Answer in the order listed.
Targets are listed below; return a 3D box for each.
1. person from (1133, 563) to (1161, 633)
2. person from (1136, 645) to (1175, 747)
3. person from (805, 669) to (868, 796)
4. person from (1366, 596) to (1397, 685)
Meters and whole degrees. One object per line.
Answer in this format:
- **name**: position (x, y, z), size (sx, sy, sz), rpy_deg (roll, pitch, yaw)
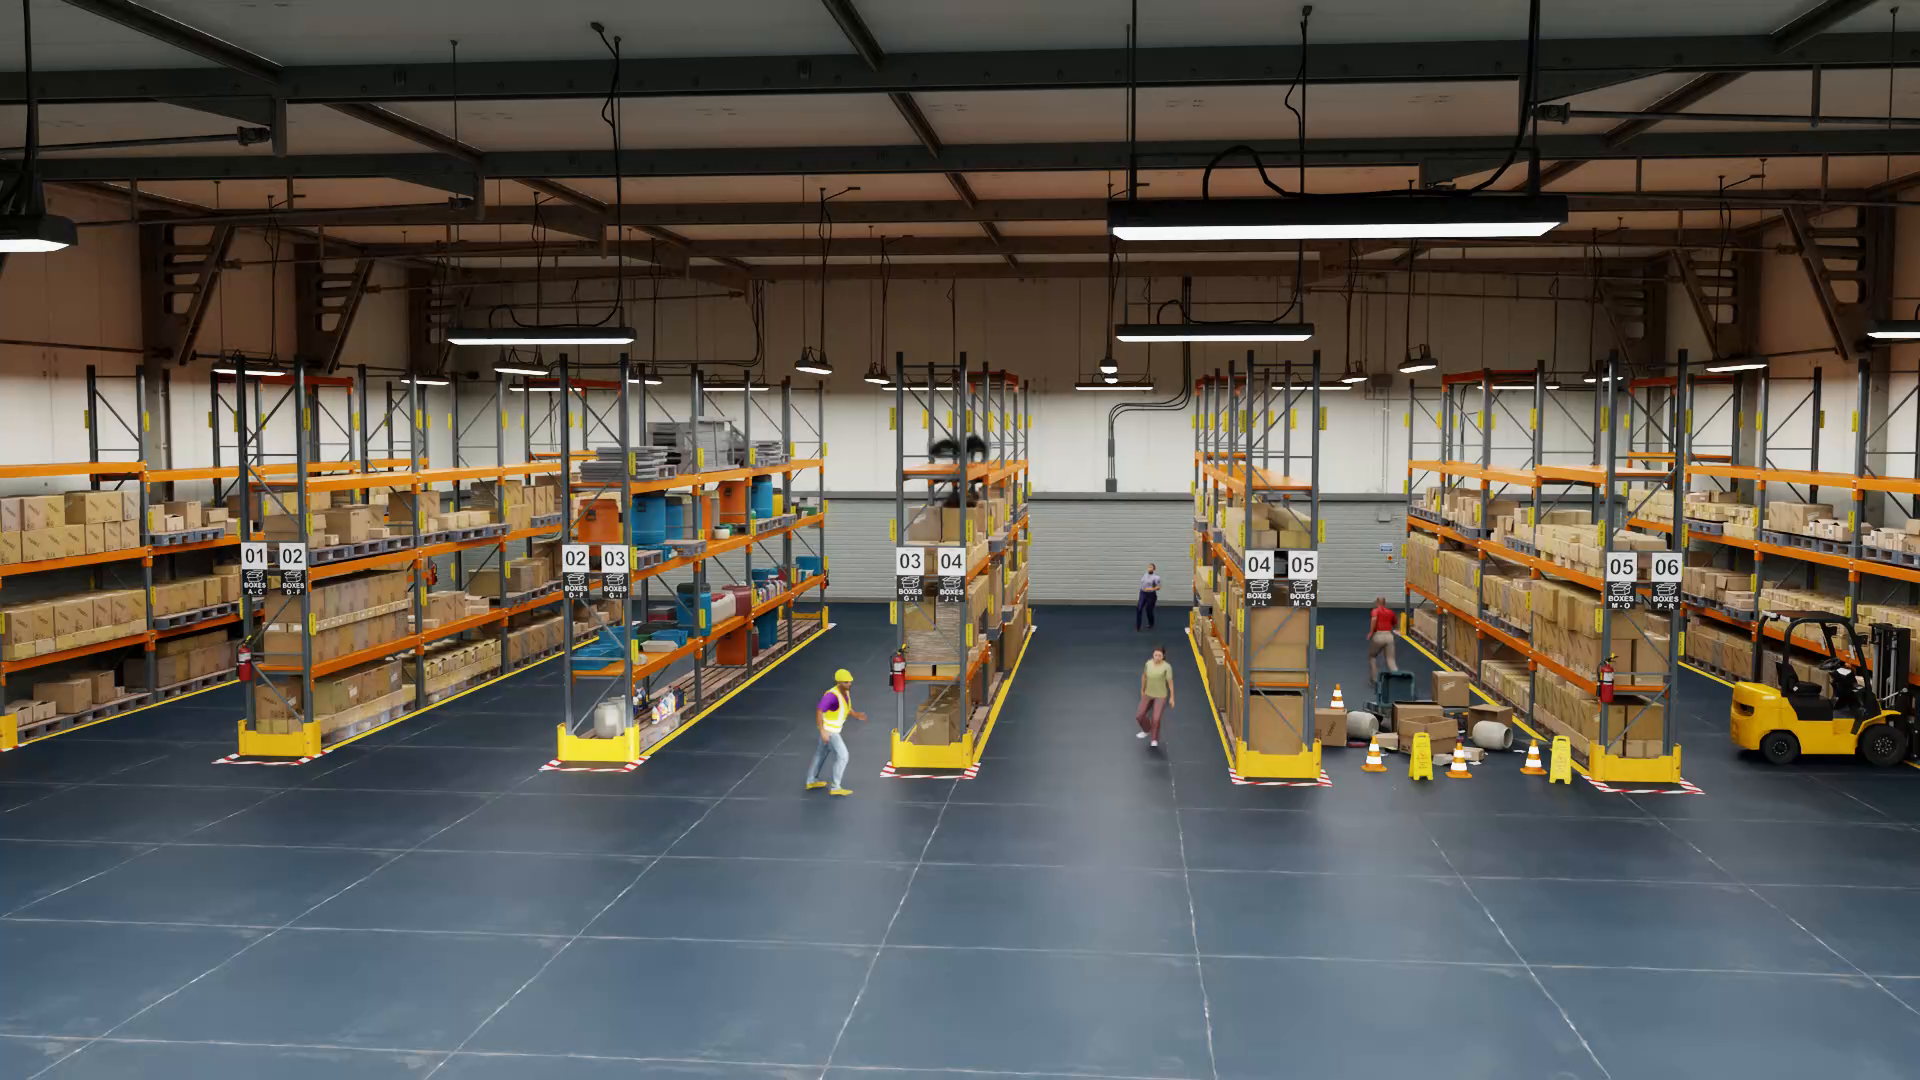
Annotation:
- **person**: position (4.527, 1.386, 39.601), size (0.597, 1.673, 0.756), rpy_deg (3, 5, 32)
- **person**: position (3.015, 2.377, 25.546), size (0.721, 1.598, 0.583), rpy_deg (2, 5, 28)
- **person**: position (-1.677, 2.570, 22.414), size (0.869, 1.695, 0.683), rpy_deg (0, 4, 3)
- **person**: position (7.974, 1.935, 31.343), size (0.670, 1.704, 0.998), rpy_deg (-1, 4, -8)
